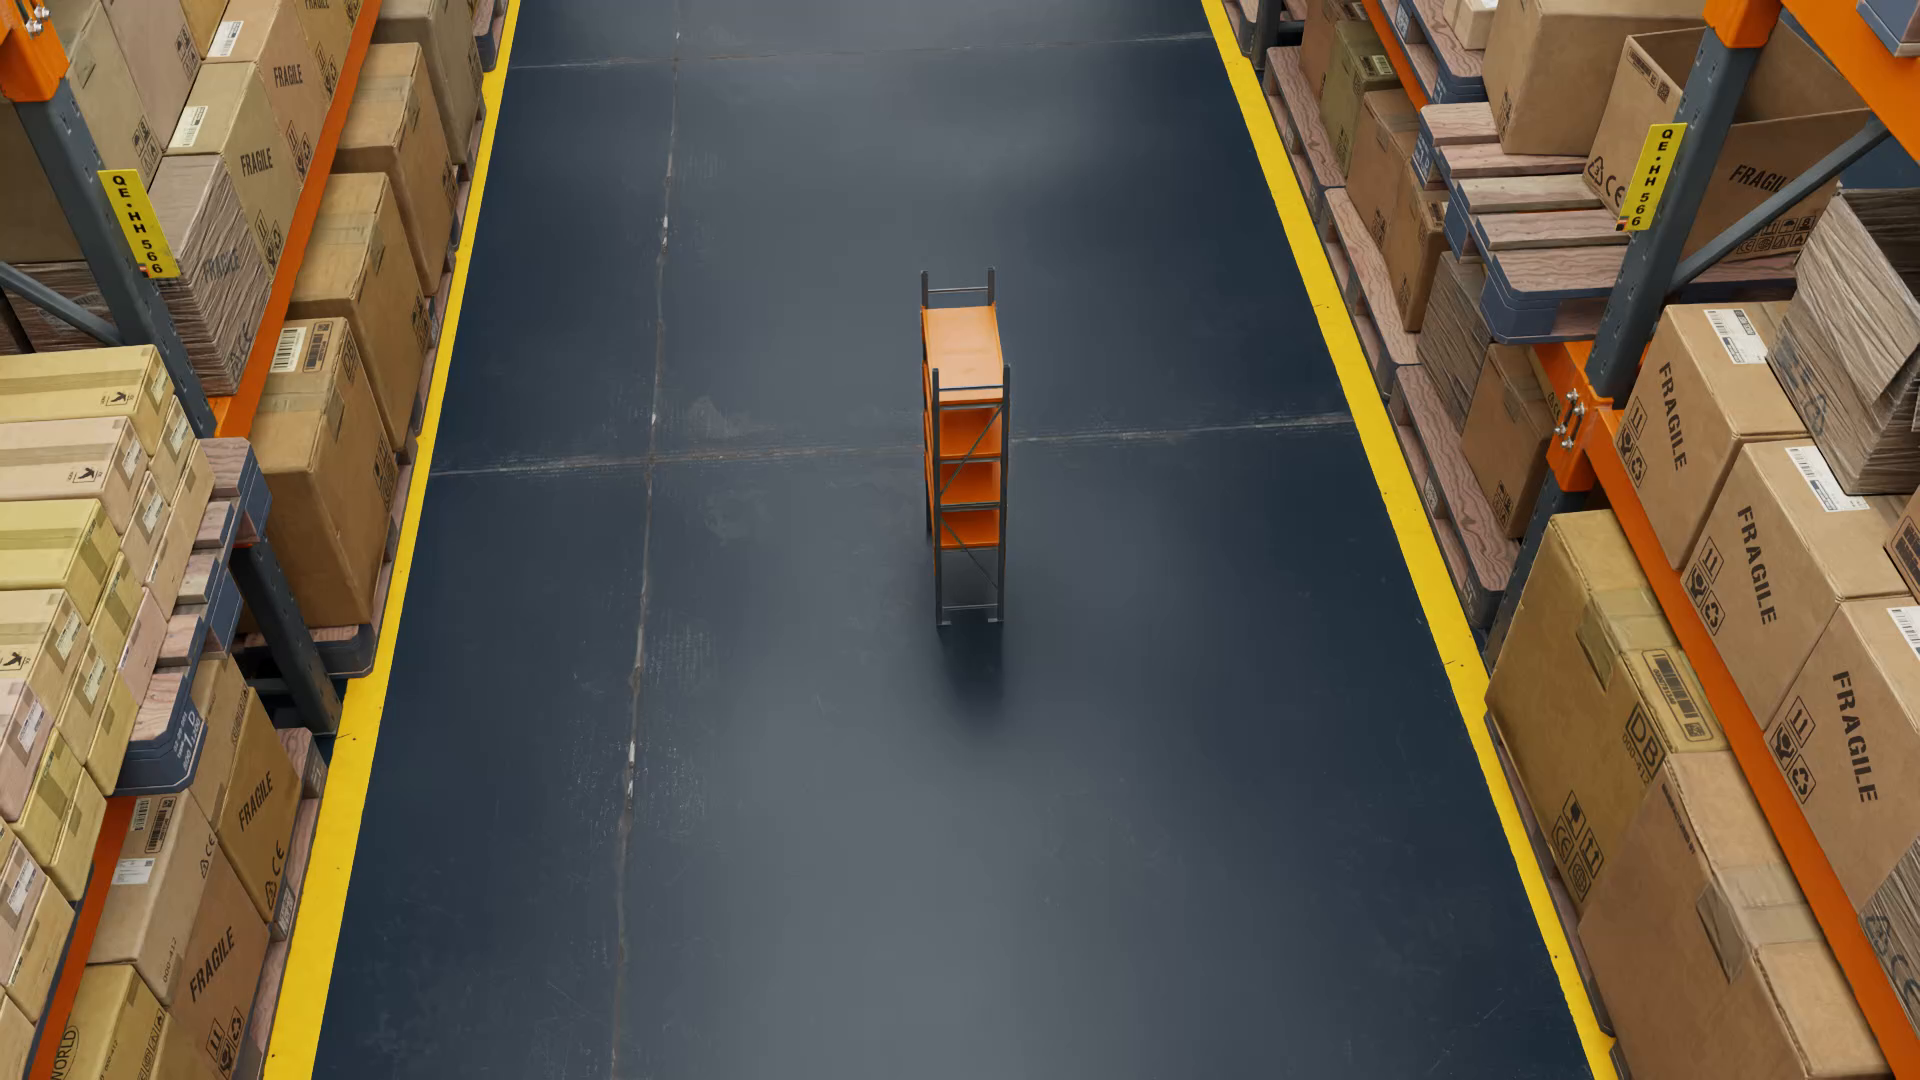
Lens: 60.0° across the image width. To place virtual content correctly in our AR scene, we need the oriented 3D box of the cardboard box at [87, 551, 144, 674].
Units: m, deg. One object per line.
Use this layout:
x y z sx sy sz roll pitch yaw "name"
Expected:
-2.066 0.170 3.702 0.380 0.149 0.250 -2 47 -2 "cardboard box"

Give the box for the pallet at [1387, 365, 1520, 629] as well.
2.277 -0.217 6.311 1.003 0.211 1.213 -3 47 -3 "pallet"

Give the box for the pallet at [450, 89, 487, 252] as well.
-2.805 -1.764 7.775 1.003 0.211 1.213 -3 47 -3 "pallet"

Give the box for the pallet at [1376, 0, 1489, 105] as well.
2.135 -1.975 6.186 1.003 0.211 1.213 -3 47 -3 "pallet"

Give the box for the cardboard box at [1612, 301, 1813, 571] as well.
2.111 -0.277 4.378 0.500 0.500 0.500 -2 47 -2 "cardboard box"

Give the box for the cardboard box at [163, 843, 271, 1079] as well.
-2.254 1.169 4.510 0.500 0.500 0.500 -2 47 -2 "cardboard box"

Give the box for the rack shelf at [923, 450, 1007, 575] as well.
0.014 -0.110 5.894 0.258 0.148 0.480 -3 47 -3 "rack shelf"

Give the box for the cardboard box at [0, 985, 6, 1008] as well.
-1.983 0.907 3.004 0.380 0.149 0.250 -4 47 -4 "cardboard box"

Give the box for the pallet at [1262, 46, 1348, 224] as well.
2.073 -1.983 7.982 1.003 0.211 1.213 -3 47 -3 "pallet"

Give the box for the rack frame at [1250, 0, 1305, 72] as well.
2.006 -3.505 7.503 1.000 3.000 0.127 -3 47 -3 "rack frame"

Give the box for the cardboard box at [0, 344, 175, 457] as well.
-2.112 -0.318 3.960 0.380 0.149 0.250 -5 47 -5 "cardboard box"

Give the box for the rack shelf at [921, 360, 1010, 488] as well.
0.014 -0.400 5.587 0.258 0.148 0.480 -3 47 -3 "rack shelf"

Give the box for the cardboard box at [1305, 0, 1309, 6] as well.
2.013 -3.082 8.535 0.500 0.500 0.500 -5 47 -5 "cardboard box"

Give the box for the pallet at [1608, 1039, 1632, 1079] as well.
2.431 1.804 4.396 1.003 0.211 1.213 -3 47 -3 "pallet"

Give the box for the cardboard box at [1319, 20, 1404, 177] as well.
2.058 -2.005 7.501 0.700 0.500 0.500 -4 47 -4 "cardboard box"

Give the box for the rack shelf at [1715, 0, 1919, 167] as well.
2.509 0.052 2.564 1.077 0.370 4.000 -3 47 -3 "rack shelf"

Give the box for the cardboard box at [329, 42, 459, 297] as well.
-2.726 -1.506 6.870 1.050 0.750 0.750 -3 47 -3 "cardboard box"

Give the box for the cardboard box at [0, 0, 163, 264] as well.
-2.637 -1.086 4.455 0.700 0.500 0.500 -4 47 -4 "cardboard box"

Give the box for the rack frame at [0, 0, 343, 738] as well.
-2.610 -0.382 4.546 1.000 3.000 0.127 -3 47 -3 "rack frame"

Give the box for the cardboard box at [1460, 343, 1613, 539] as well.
2.265 -0.386 5.968 0.700 0.500 0.500 -6 47 -5 "cardboard box"

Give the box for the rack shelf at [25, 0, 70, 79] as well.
-2.777 -2.614 5.089 1.077 0.370 4.000 -3 47 -3 "rack shelf"

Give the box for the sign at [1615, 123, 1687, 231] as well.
1.801 -0.942 4.333 0.100 0.325 0.005 -3 47 -3 "sign"

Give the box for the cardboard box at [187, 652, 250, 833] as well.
-2.291 0.554 4.576 0.500 0.250 0.500 -4 47 -4 "cardboard box"

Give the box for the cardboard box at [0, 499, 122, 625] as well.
-2.071 0.053 3.608 0.380 0.149 0.250 -2 47 -2 "cardboard box"

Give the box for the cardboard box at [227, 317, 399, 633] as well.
-2.571 -0.199 5.633 1.050 0.750 0.750 -4 47 -4 "cardboard box"

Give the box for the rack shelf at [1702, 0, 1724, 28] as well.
2.174 -2.842 5.305 1.077 0.370 4.000 -3 47 -3 "rack shelf"

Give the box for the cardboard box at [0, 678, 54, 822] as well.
-2.031 0.421 3.260 0.380 0.149 0.250 -3 47 -3 "cardboard box"

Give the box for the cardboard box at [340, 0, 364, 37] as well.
-2.550 -2.218 6.216 0.500 0.500 0.500 -3 47 -3 "cardboard box"

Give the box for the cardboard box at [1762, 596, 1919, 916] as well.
2.203 0.466 3.673 0.500 0.500 0.500 -4 47 -4 "cardboard box"

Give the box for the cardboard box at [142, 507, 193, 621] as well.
-2.091 0.068 4.003 0.380 0.149 0.250 -4 47 -3 "cardboard box"

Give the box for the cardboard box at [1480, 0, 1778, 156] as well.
2.110 -1.576 5.318 0.700 0.500 0.500 3 47 3 "cardboard box"

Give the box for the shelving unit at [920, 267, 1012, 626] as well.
0.014 -0.293 5.701 0.258 1.200 0.503 -3 47 -3 "shelving unit"

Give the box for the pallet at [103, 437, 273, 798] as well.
-2.444 0.193 4.134 1.213 0.211 1.003 -3 47 -3 "pallet"

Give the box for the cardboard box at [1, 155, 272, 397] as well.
-2.378 -0.758 4.833 0.500 0.500 0.500 -3 47 -3 "cardboard box"

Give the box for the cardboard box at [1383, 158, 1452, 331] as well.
2.152 -1.196 6.736 0.700 0.500 0.500 0 47 0 "cardboard box"

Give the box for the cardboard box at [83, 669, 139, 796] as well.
-2.052 0.435 3.656 0.380 0.149 0.250 -4 47 -4 "cardboard box"

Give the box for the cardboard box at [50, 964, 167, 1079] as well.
-2.211 1.287 3.881 0.500 0.250 0.500 -2 47 -2 "cardboard box"

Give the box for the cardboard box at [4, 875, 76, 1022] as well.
-2.008 0.817 3.294 0.380 0.149 0.250 -2 47 -2 "cardboard box"

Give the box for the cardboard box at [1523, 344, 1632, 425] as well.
2.255 -0.643 5.696 0.500 0.250 0.500 -2 47 -2 "cardboard box"

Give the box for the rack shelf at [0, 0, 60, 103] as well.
-2.442 0.280 2.348 1.077 0.370 4.000 -3 47 -3 "rack shelf"

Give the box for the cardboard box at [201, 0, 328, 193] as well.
-2.465 -1.491 5.527 0.500 0.500 0.500 -4 47 -3 "cardboard box"

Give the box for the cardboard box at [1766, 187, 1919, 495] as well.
2.386 -0.460 3.860 0.797 0.503 0.637 -2 47 -2 "cardboard box"

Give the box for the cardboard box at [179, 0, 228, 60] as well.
-2.726 -1.823 5.153 0.700 0.500 0.500 -4 47 -4 "cardboard box"

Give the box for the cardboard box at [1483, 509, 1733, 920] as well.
2.378 0.476 4.907 1.225 0.875 0.875 -5 47 -5 "cardboard box"

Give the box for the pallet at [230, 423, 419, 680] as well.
-2.601 0.001 6.103 1.003 0.211 1.213 -3 47 -3 "pallet"

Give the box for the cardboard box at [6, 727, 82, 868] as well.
-2.027 0.531 3.360 0.380 0.149 0.250 -4 47 -4 "cardboard box"

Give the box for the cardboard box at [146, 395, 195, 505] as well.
-2.115 -0.213 4.065 0.380 0.149 0.250 -3 47 -2 "cardboard box"

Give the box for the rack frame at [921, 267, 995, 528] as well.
-0.007 -0.469 5.868 0.240 1.200 0.015 -3 47 -3 "rack frame"
